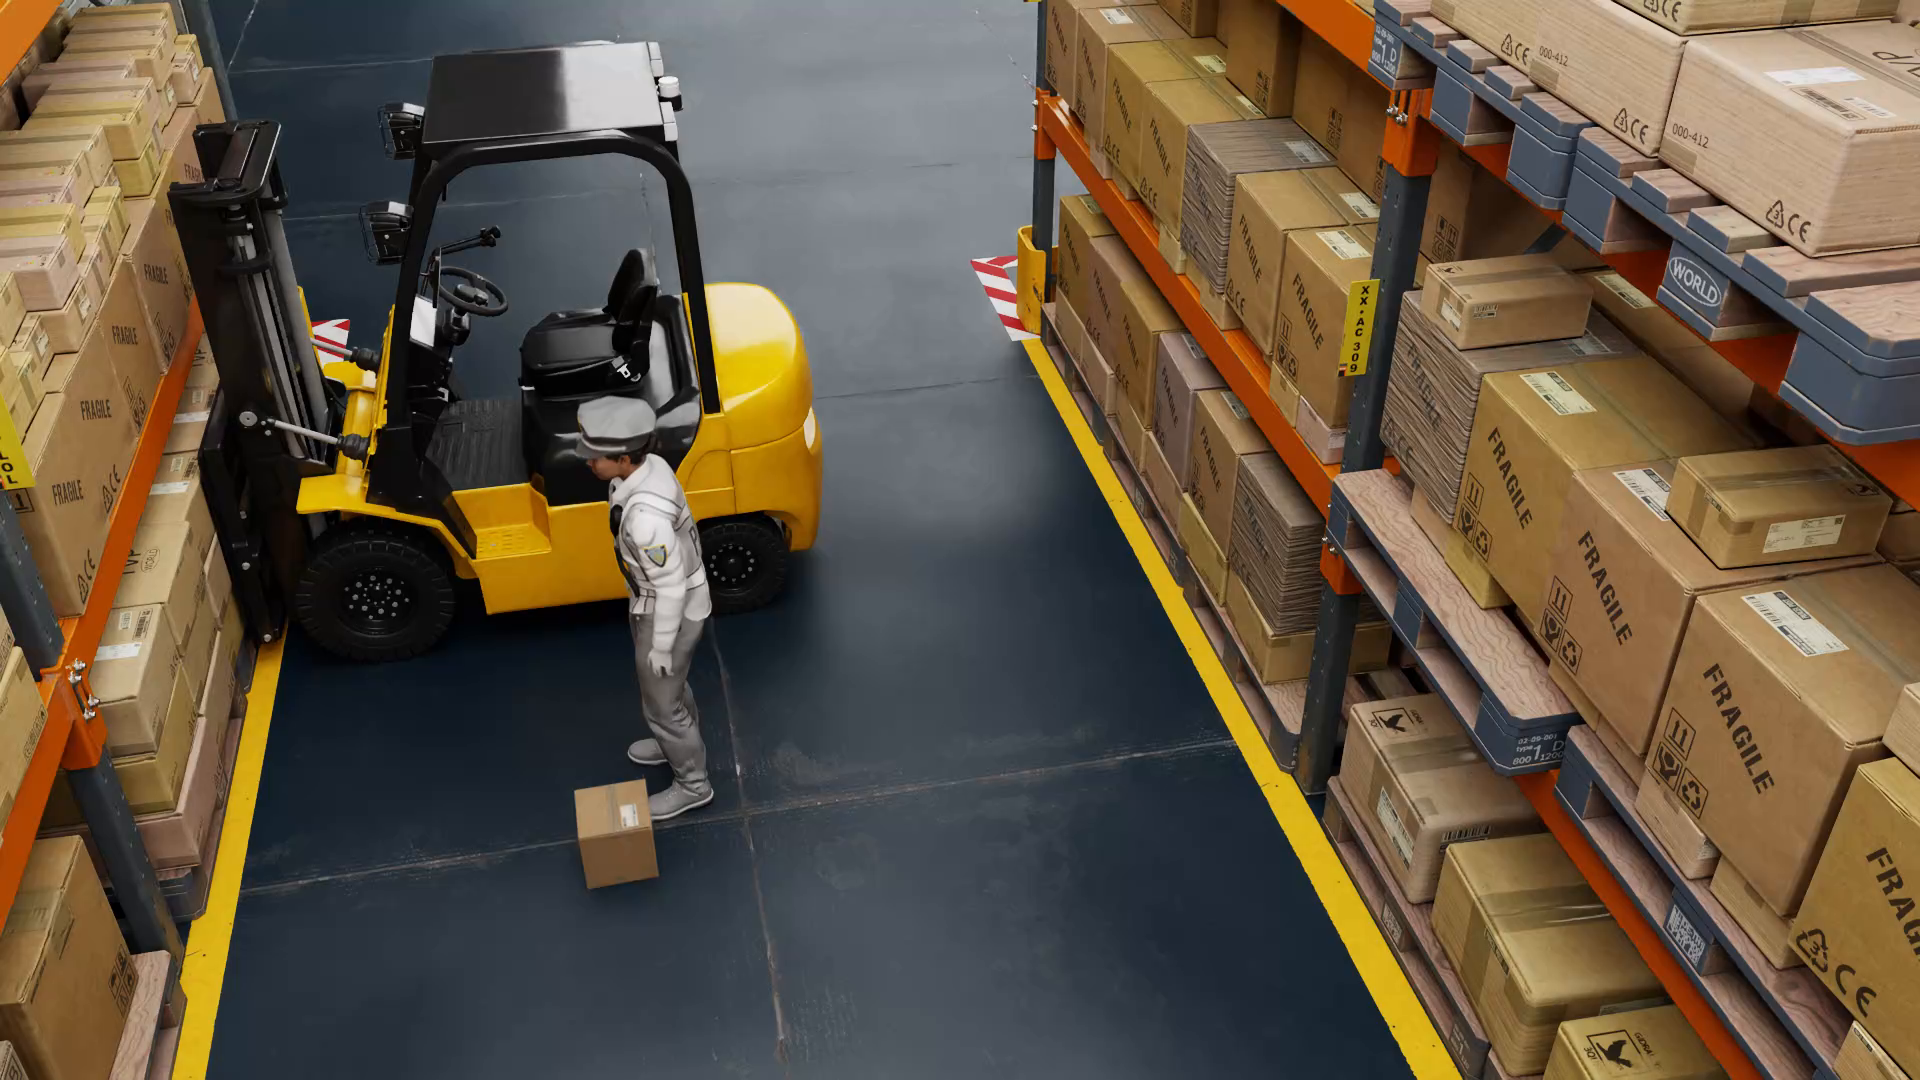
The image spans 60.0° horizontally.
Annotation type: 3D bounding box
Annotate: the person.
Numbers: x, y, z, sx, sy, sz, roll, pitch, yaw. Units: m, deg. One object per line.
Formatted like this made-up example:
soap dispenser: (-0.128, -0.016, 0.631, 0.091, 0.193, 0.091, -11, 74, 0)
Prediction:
person: (-1.055, 0.246, 5.784, 0.375, 1.662, 0.532, -9, 36, -13)
